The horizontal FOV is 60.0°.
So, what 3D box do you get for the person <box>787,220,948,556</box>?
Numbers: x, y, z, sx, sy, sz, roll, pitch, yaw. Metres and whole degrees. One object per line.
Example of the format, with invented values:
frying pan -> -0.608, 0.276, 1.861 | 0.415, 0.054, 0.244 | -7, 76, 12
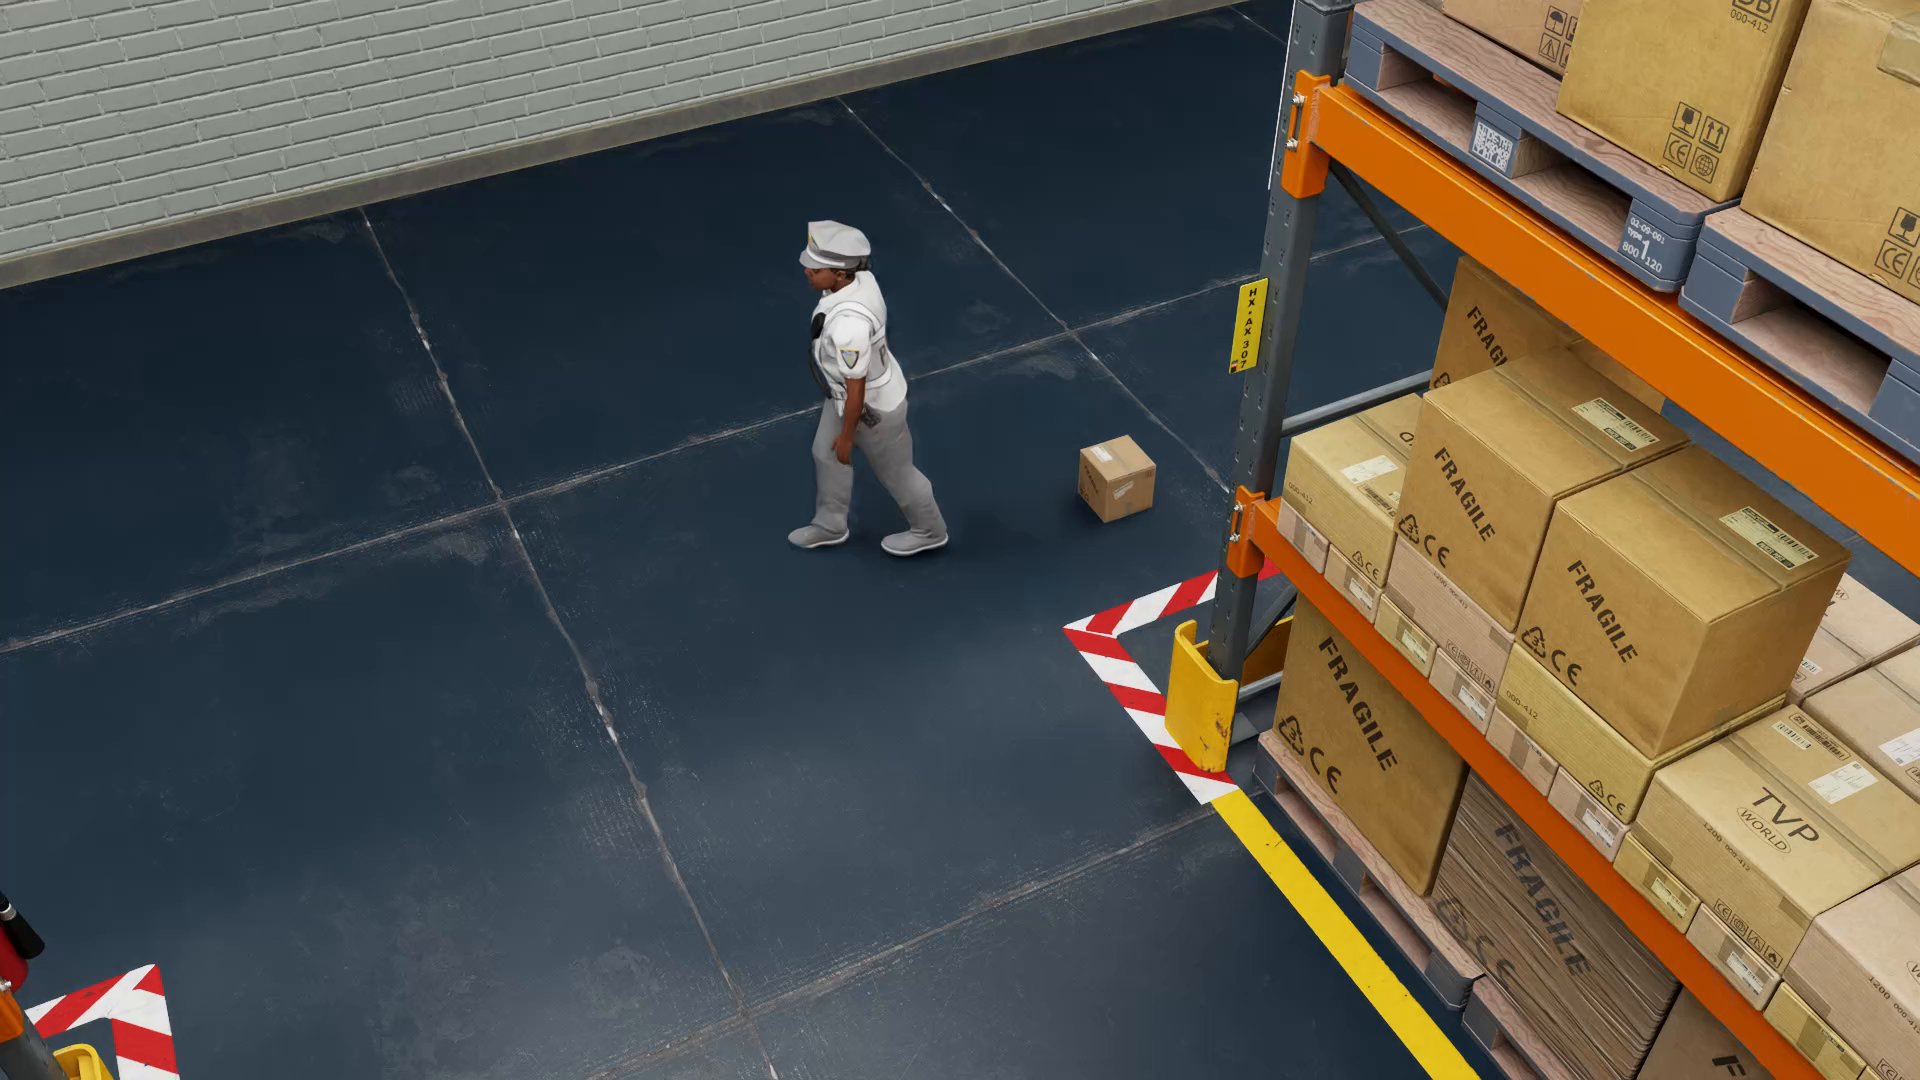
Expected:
person -> -0.397, -0.548, 6.785 | 0.697, 1.701, 0.476 | -7, 42, -7
